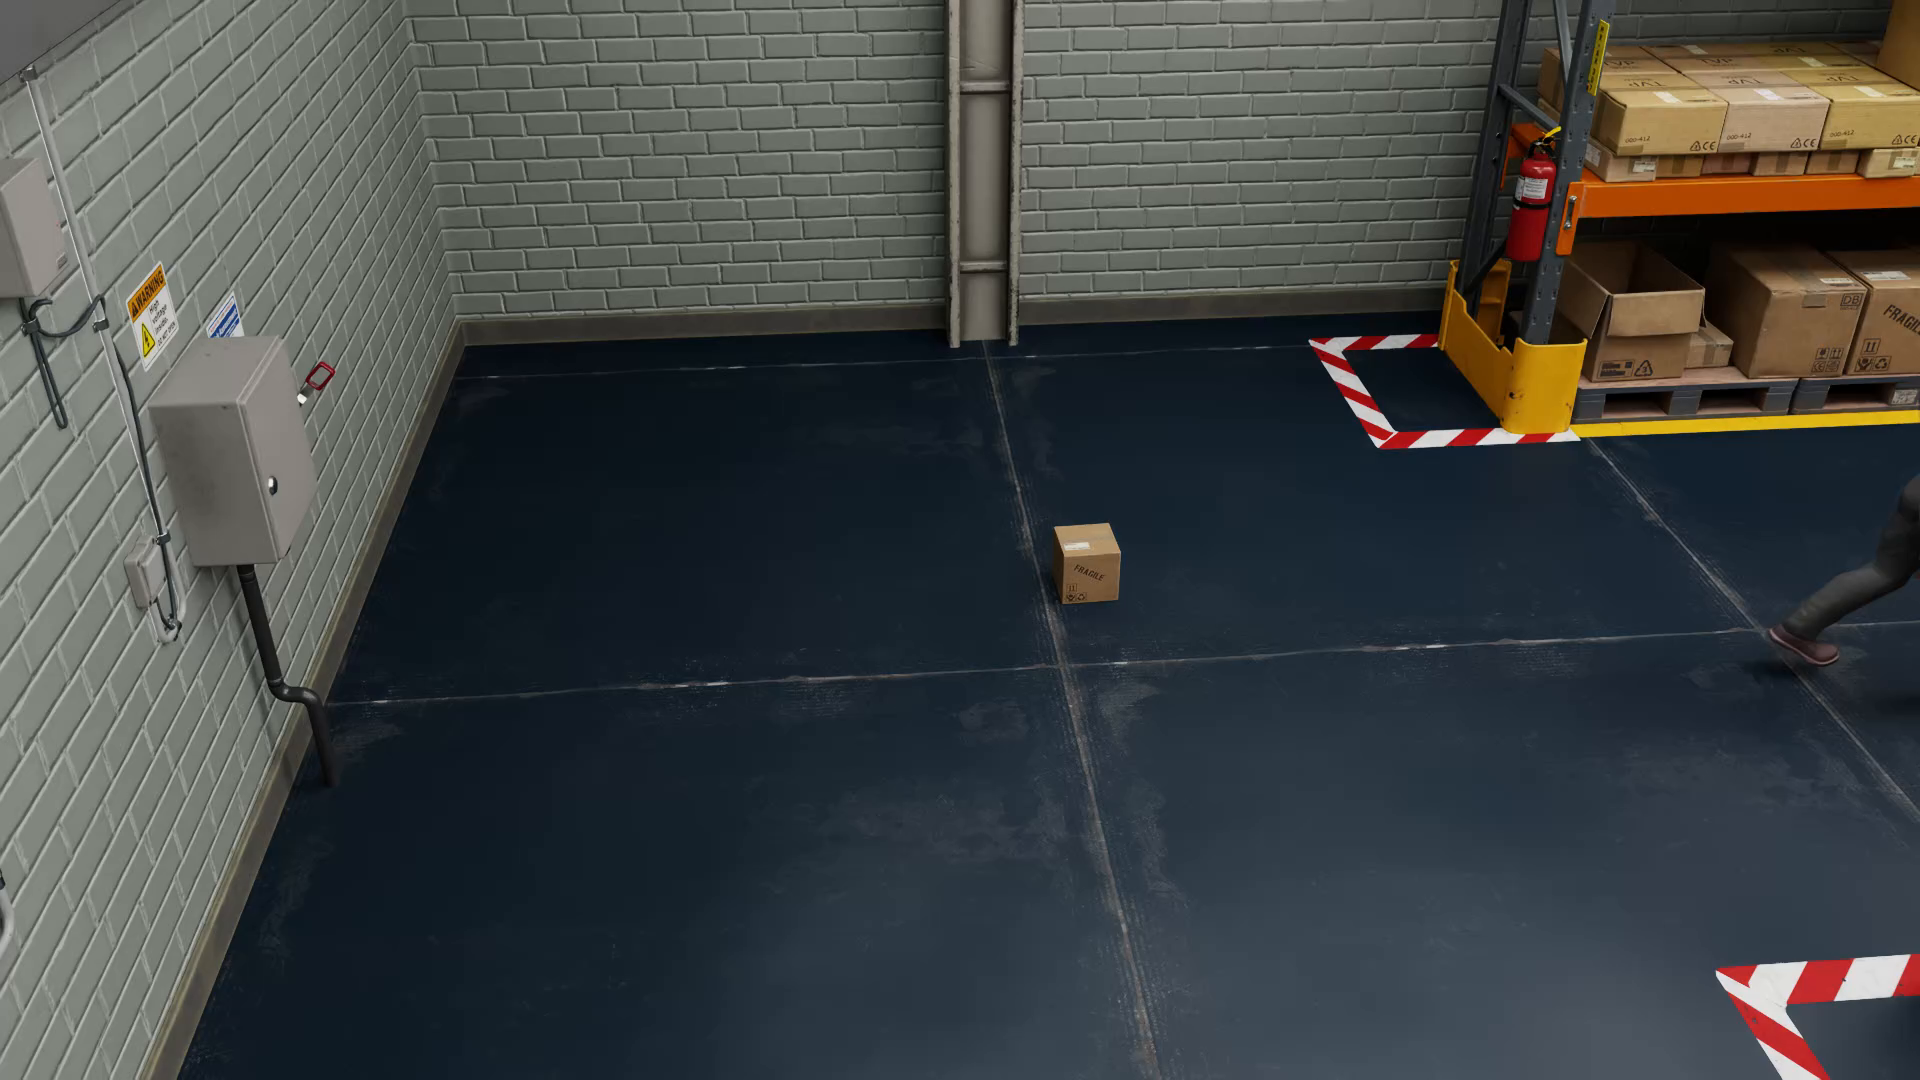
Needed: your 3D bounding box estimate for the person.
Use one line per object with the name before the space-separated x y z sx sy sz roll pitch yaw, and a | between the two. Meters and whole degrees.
person | 3.775 -0.115 6.325 0.972 1.608 0.496 3 31 5
